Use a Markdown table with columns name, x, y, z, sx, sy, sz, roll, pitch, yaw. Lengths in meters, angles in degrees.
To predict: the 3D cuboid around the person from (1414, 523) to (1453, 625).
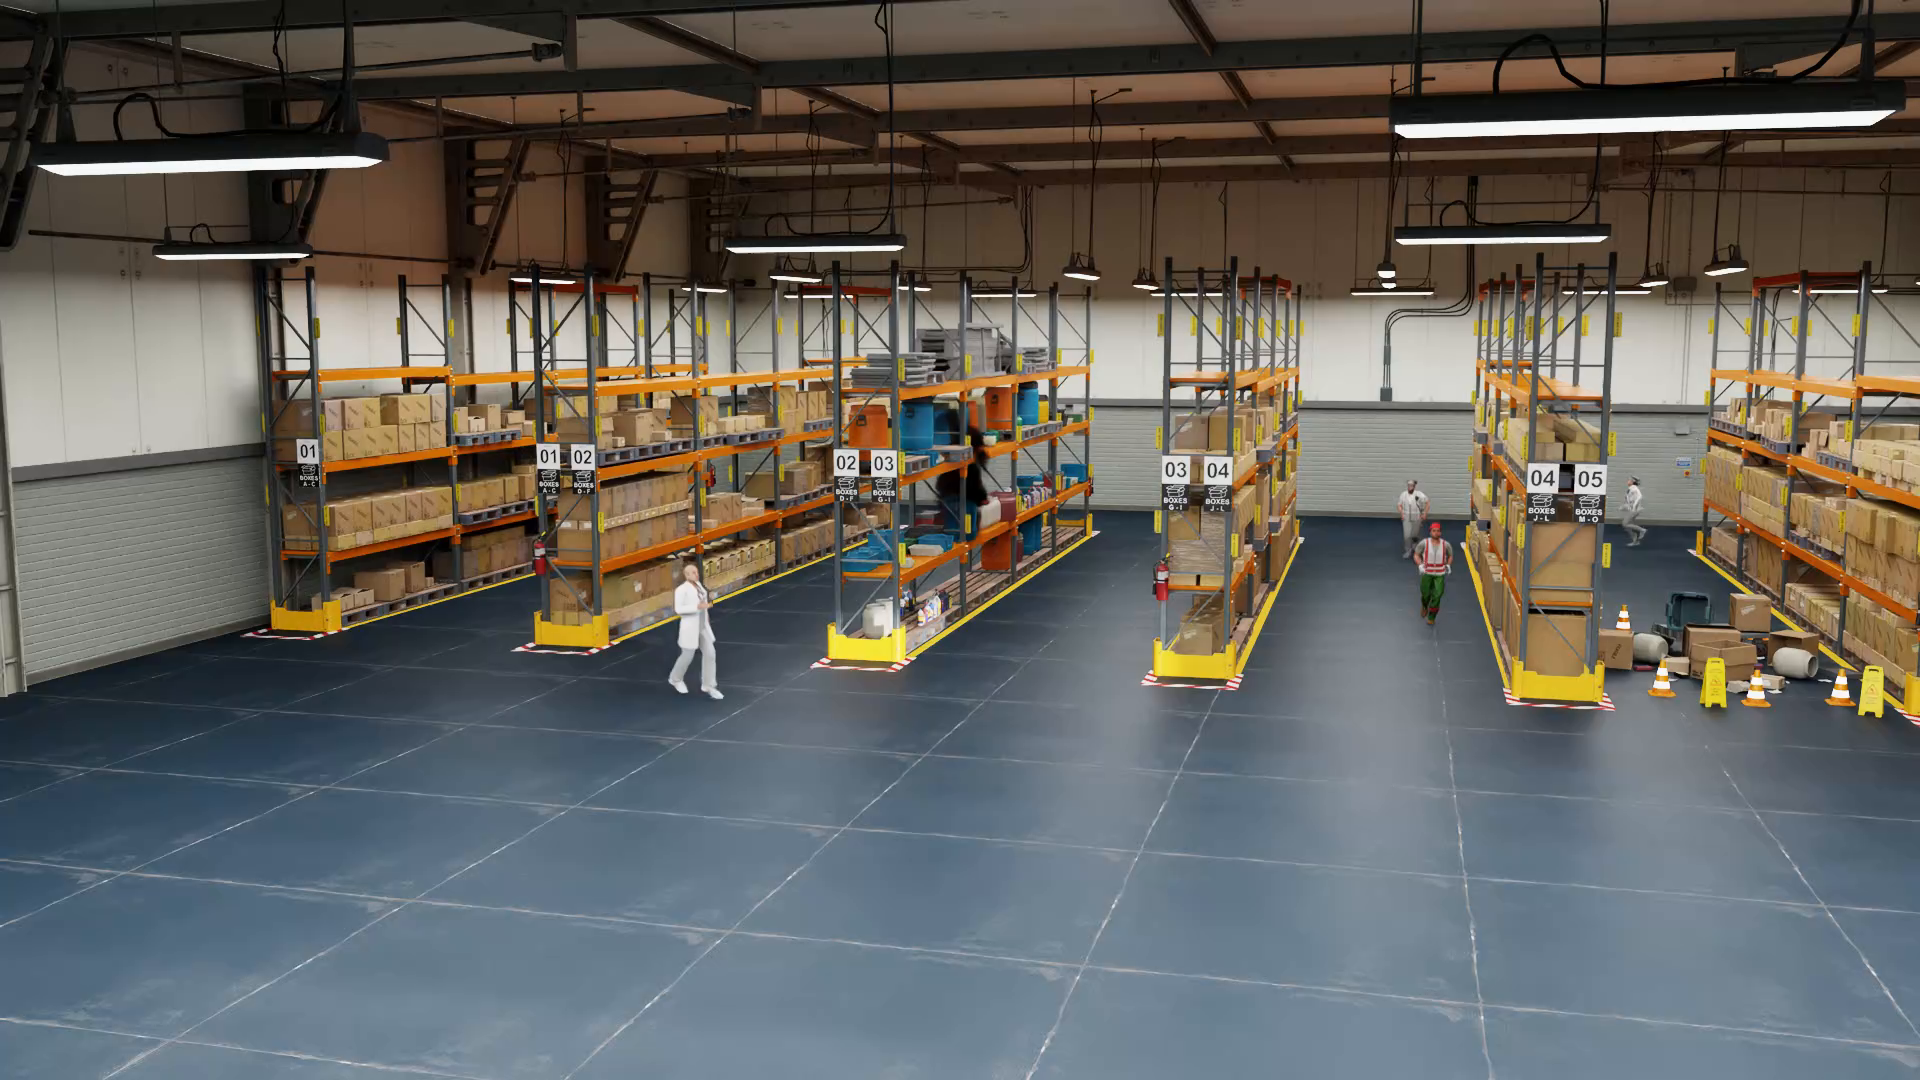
| name | x | y | z | sx | sy | sz | roll | pitch | yaw |
| --- | --- | --- | --- | --- | --- | --- | --- | --- | --- |
| person | 8.013 | 0.573 | 28.149 | 0.639 | 1.740 | 0.587 | 1 | 7 | 9 |

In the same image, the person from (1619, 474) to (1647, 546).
| name | x | y | z | sx | sy | sz | roll | pitch | yaw |
| --- | --- | --- | --- | --- | --- | --- | --- | --- | --- |
| person | 15.574 | -0.683 | 38.469 | 0.615 | 1.665 | 0.639 | 3 | 8 | 21 |

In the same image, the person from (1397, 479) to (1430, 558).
| name | x | y | z | sx | sy | sz | roll | pitch | yaw |
| --- | --- | --- | --- | --- | --- | --- | --- | --- | --- |
| person | 9.917 | -0.474 | 36.488 | 0.683 | 1.744 | 0.625 | 3 | 8 | 25 |

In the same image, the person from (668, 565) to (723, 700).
| name | x | y | z | sx | sy | sz | roll | pitch | yaw |
| --- | --- | --- | --- | --- | --- | --- | --- | --- | --- |
| person | -3.626 | 1.237 | 22.626 | 0.897 | 1.816 | 0.693 | 5 | 9 | 37 |
